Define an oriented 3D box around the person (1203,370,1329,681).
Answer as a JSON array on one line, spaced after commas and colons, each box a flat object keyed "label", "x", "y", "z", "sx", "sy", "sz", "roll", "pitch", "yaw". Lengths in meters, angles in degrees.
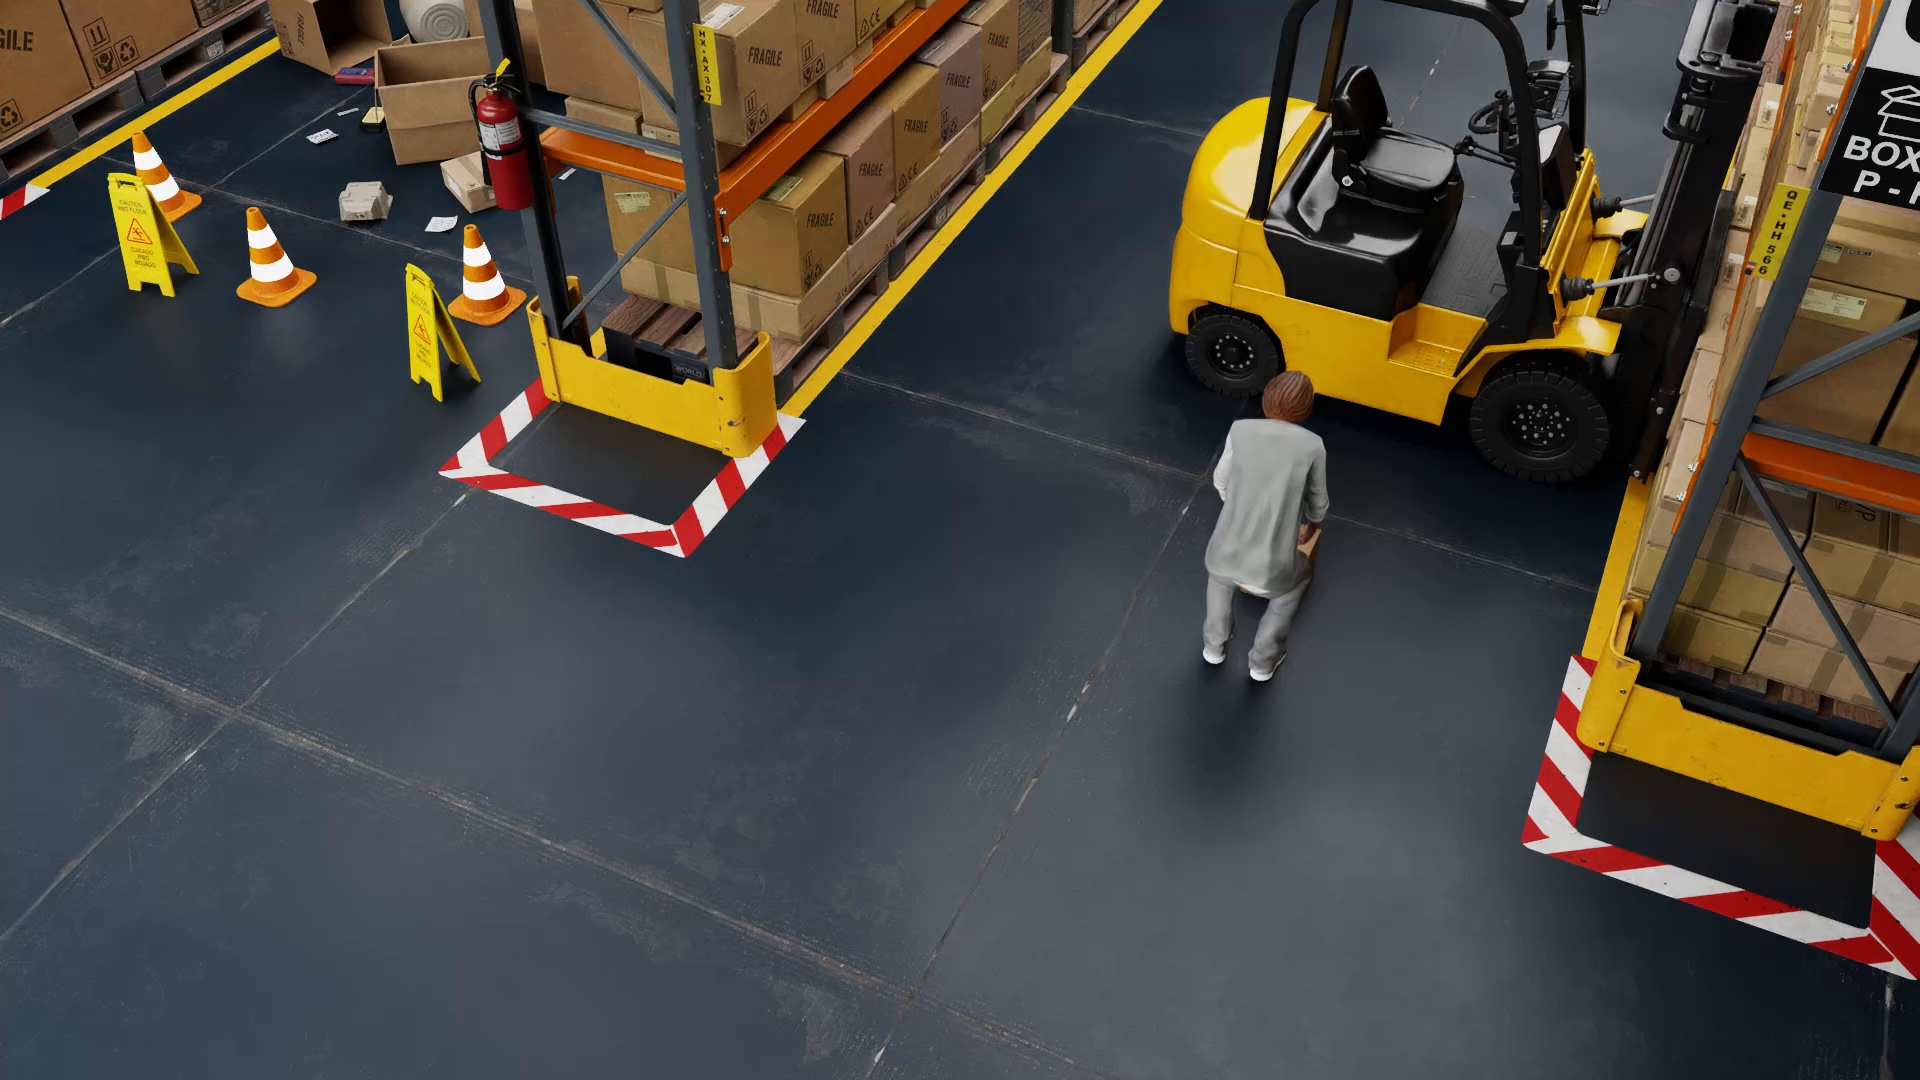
[{"label": "person", "x": 1.155, "y": -0.016, "z": 6.483, "sx": 0.462, "sy": 1.200, "sz": 0.701, "roll": 18, "pitch": 45, "yaw": 18}]
